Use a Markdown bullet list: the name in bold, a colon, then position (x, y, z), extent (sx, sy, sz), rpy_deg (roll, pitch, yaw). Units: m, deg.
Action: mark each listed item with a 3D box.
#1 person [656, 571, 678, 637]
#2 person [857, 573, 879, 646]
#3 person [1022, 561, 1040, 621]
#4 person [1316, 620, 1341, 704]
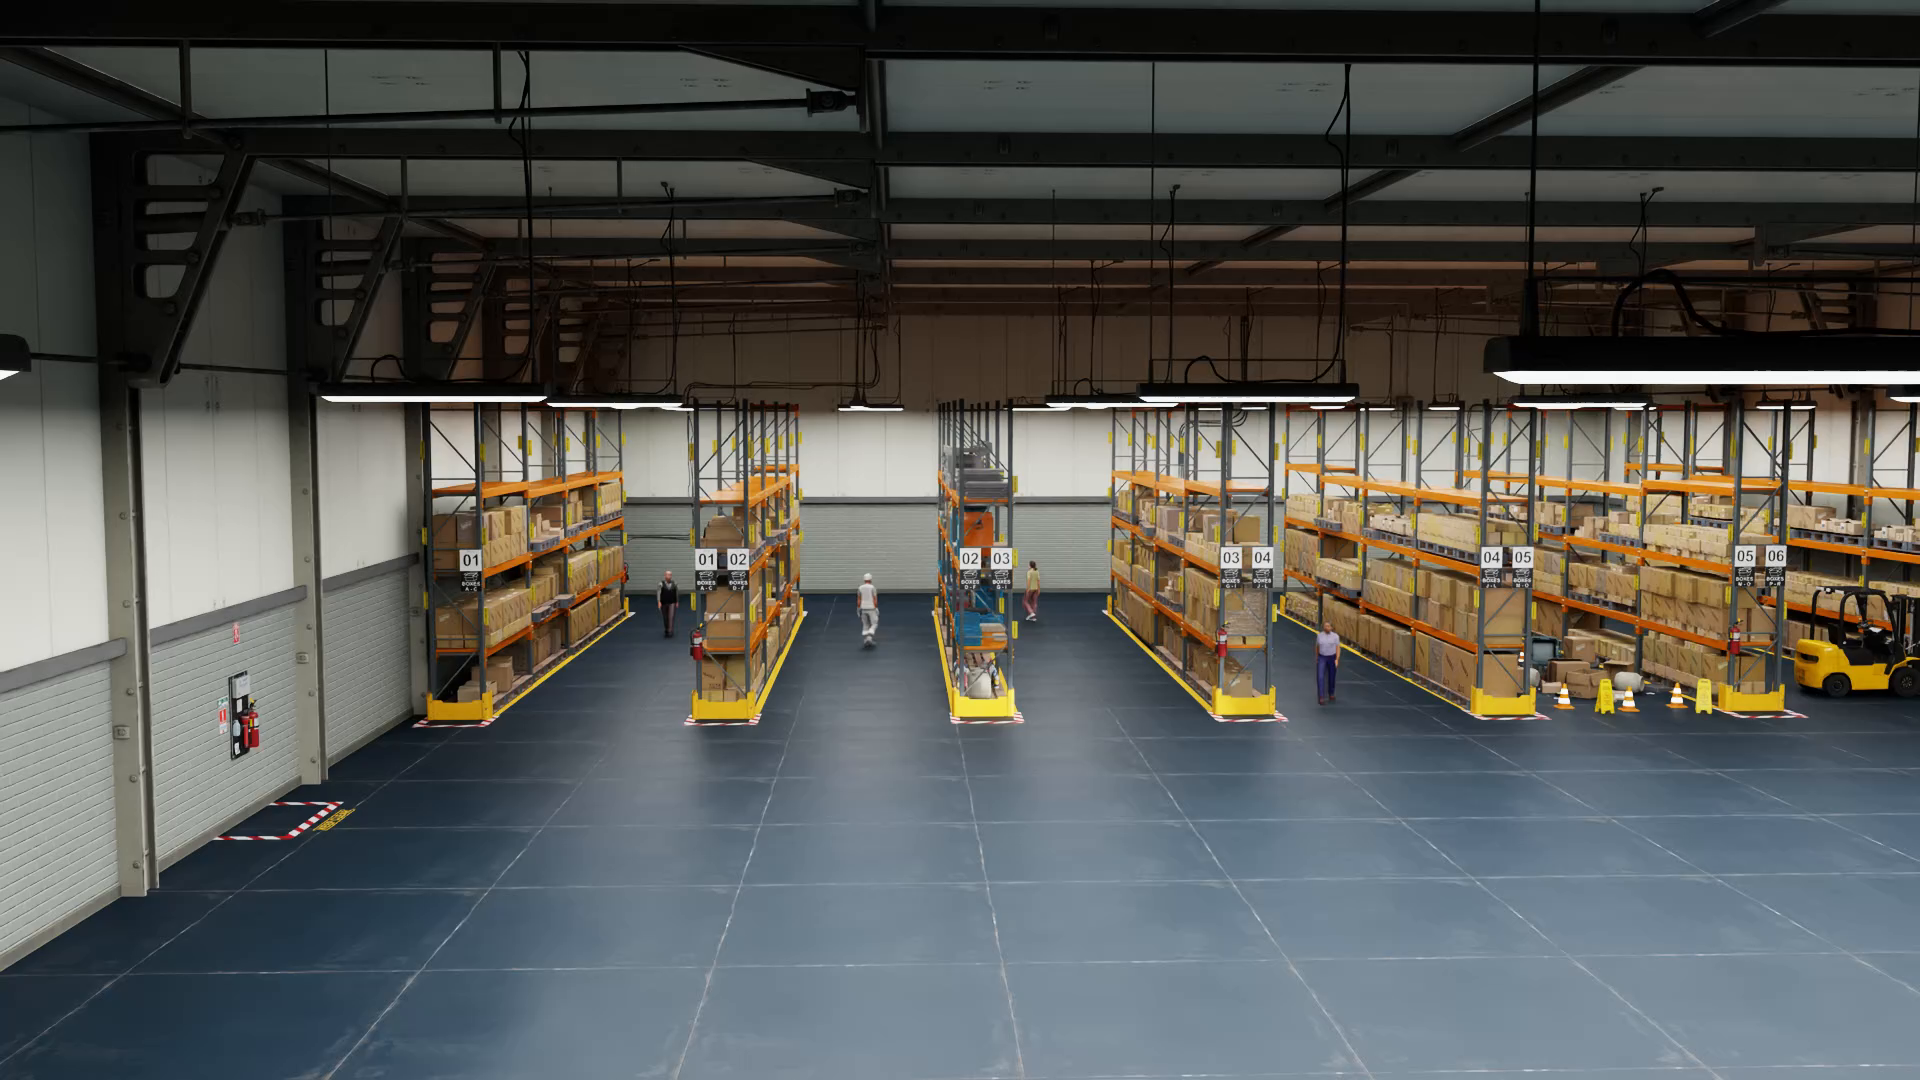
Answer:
- **person**: position (-7.536, 1.636, 42.792), extent (0.528, 1.669, 1.084), rpy_deg (0, 4, -5)
- **person**: position (-2.280, 1.722, 41.023), extent (0.595, 1.790, 0.515), rpy_deg (2, 5, 28)
- **person**: position (2.004, 1.406, 45.879), extent (0.496, 1.670, 0.465), rpy_deg (-4, 6, -39)
- **person**: position (7.288, 2.400, 32.945), extent (0.493, 1.604, 0.911), rpy_deg (1, 4, 14)
